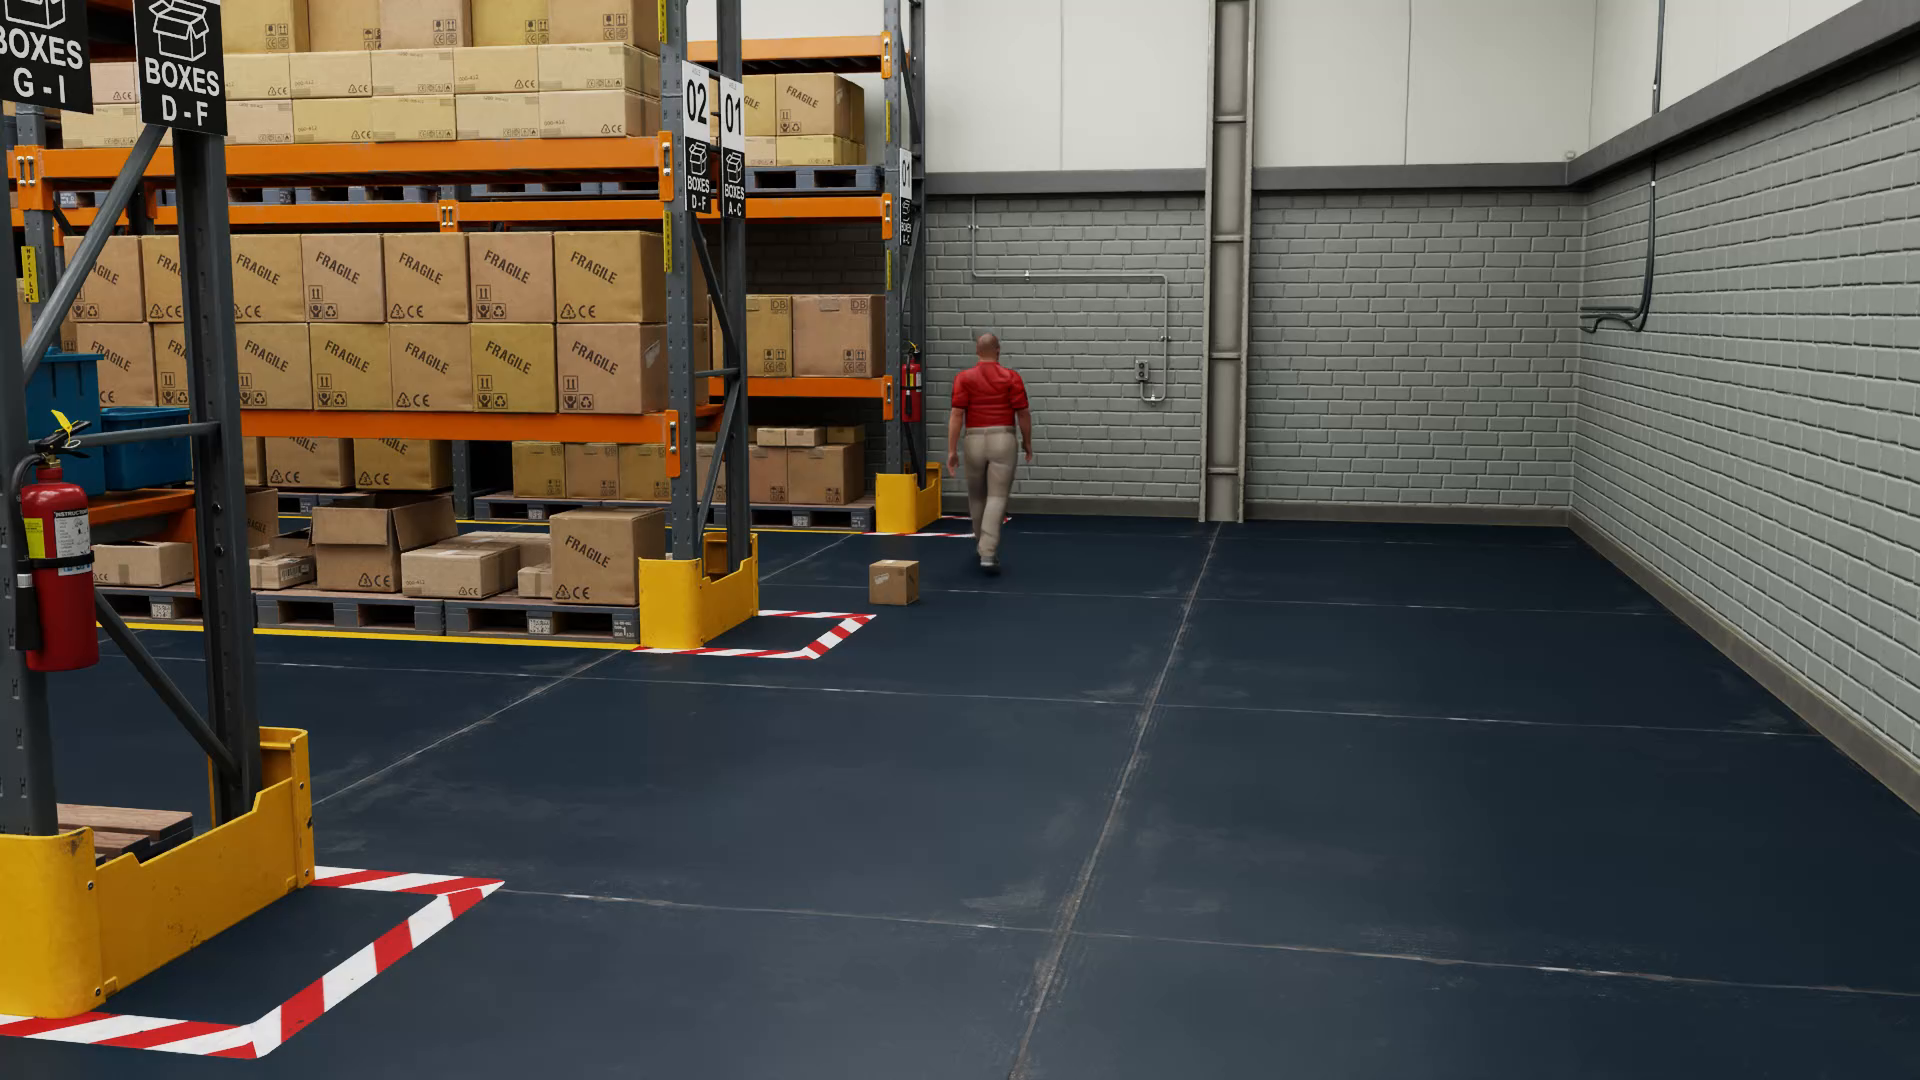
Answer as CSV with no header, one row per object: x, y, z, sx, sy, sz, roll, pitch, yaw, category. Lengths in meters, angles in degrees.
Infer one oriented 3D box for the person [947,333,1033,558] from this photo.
0.231,-0.699,12.055,0.563,1.598,0.816,2,8,15,person
